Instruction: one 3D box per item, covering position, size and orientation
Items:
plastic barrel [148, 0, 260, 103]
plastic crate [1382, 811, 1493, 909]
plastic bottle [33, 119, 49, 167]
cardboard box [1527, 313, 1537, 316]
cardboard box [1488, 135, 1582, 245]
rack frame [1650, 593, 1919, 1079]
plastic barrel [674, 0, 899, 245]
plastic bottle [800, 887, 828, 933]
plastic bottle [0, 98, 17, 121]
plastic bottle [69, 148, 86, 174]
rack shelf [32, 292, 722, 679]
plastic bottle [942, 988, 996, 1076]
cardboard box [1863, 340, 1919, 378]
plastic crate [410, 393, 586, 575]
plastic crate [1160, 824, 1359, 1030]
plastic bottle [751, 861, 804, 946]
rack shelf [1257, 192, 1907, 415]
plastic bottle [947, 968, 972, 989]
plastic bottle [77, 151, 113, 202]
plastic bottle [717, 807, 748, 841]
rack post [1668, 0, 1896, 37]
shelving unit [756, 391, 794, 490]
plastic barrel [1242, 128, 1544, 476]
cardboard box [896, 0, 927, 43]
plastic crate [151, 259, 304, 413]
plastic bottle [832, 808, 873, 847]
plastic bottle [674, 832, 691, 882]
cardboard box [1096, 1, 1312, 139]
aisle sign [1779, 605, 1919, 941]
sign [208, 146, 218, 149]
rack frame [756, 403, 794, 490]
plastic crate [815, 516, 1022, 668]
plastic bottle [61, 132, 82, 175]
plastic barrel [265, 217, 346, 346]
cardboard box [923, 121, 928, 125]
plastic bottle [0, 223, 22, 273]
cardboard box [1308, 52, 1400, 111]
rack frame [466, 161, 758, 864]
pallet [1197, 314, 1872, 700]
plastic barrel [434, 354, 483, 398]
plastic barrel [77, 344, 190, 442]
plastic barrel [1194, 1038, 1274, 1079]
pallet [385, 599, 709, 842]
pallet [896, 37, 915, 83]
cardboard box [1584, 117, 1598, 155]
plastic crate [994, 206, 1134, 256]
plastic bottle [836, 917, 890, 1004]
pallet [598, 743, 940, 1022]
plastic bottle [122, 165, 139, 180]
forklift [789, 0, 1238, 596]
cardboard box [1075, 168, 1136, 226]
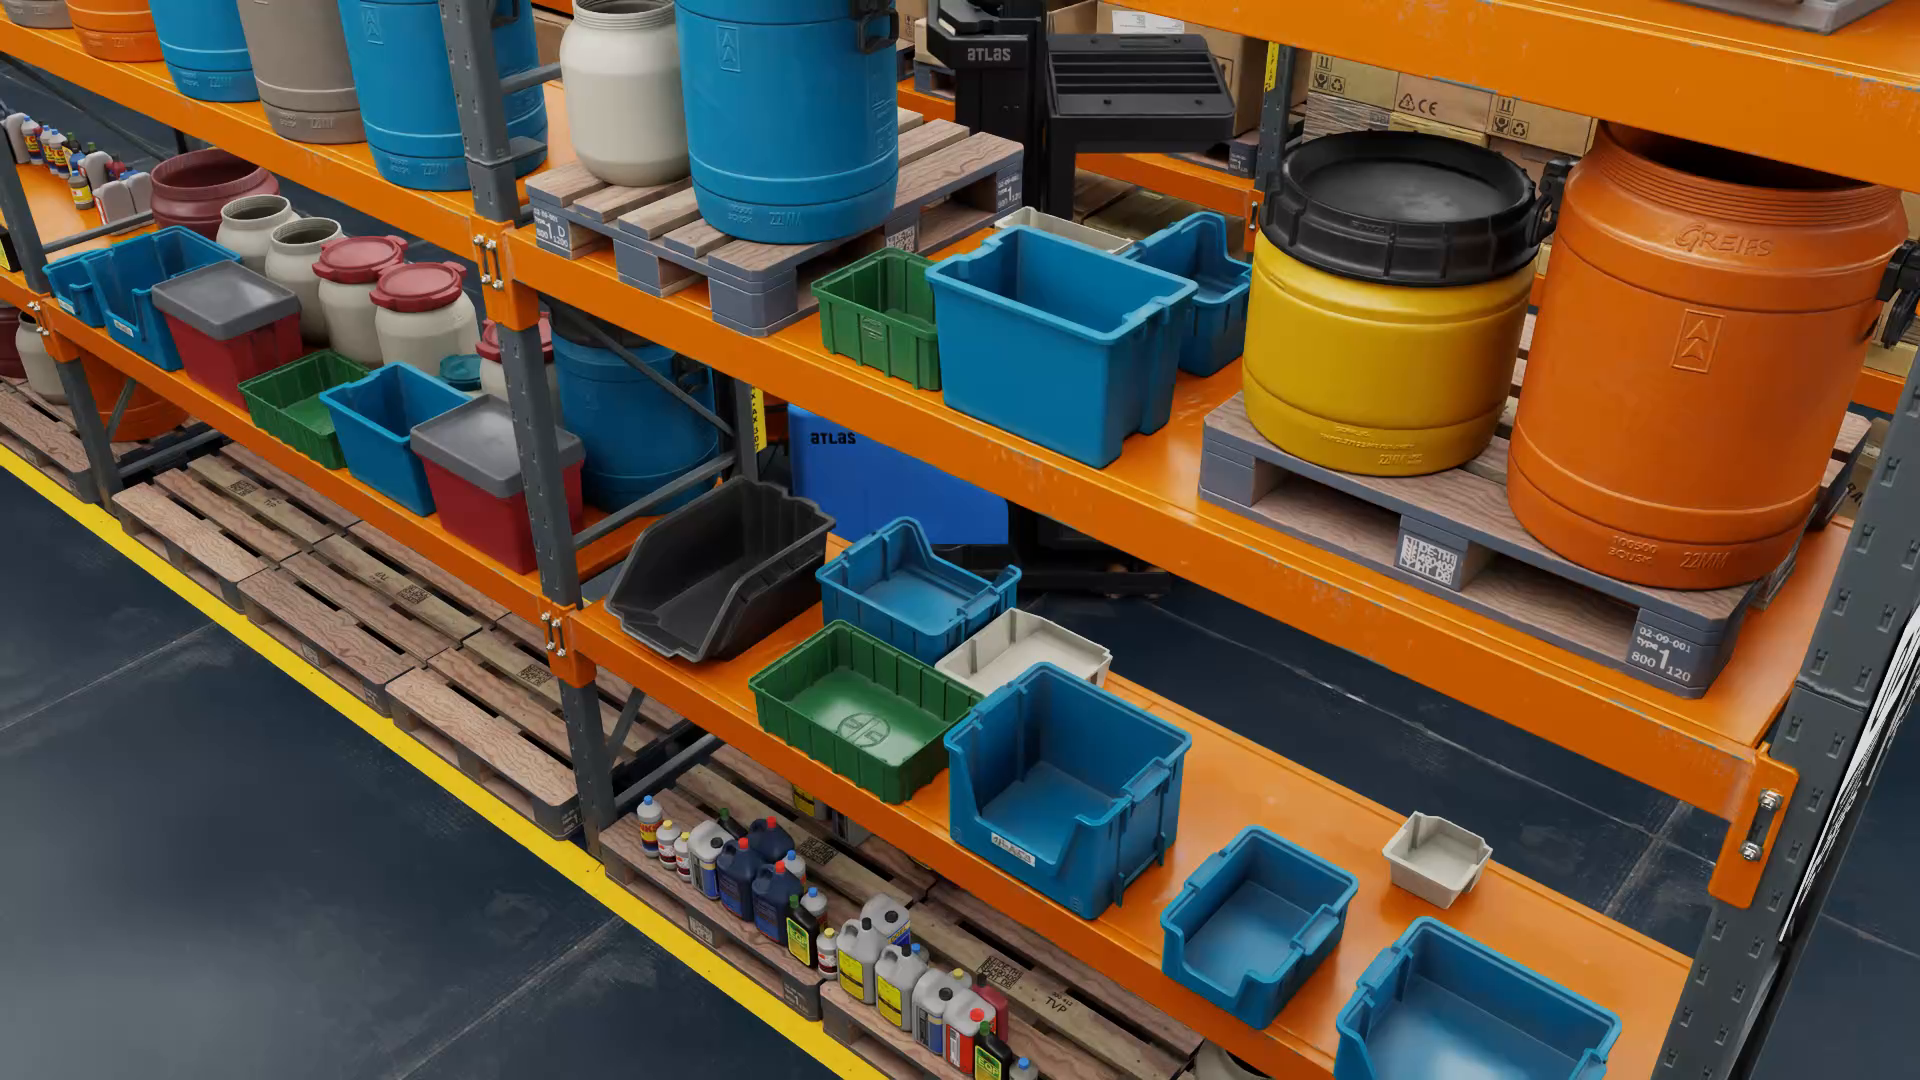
[{"bbox_3d":[-2.706,-2.146,6.133,0.708,0.901,0.600,25,42,32],"label":"plastic barrel"},{"bbox_3d":[1.421,0.954,4.944,0.250,0.136,0.298,25,42,32],"label":"plastic crate"},{"bbox_3d":[-5.230,-2.276,9.518,0.133,0.283,0.061,25,42,32],"label":"plastic bottle"},{"bbox_3d":[3.252,-0.880,9.219,0.500,0.500,0.500,21,40,28],"label":"cardboard box"},{"bbox_3d":[3.115,-1.935,8.566,0.500,0.500,0.875,25,42,32],"label":"cardboard box"},{"bbox_3d":[1.903,1.309,4.194,0.127,3.000,1.000,25,42,32],"label":"rack frame"},{"bbox_3d":[-0.475,-1.349,4.601,0.708,0.901,0.600,25,42,32],"label":"plastic barrel"},{"bbox_3d":[-0.534,1.382,6.109,0.097,0.271,0.097,0,34,0],"label":"plastic bottle"},{"bbox_3d":[-5.557,-2.427,9.678,0.185,0.351,0.144,25,42,32],"label":"plastic bottle"},{"bbox_3d":[-4.837,-2.028,9.167,0.097,0.271,0.097,0,34,0],"label":"plastic bottle"},{"bbox_3d":[-2.708,-0.567,7.562,4.000,0.370,1.077,25,42,32],"label":"rack shelf"},{"bbox_3d":[0.035,1.673,5.682,0.135,0.276,0.152,26,42,32],"label":"plastic bottle"},{"bbox_3d":[4.304,-0.914,7.654,0.250,0.149,0.380,25,42,32],"label":"cardboard box"},{"bbox_3d":[-1.739,-0.208,6.347,0.583,0.464,0.402,25,42,32],"label":"plastic crate"},{"bbox_3d":[0.831,1.082,4.656,0.408,0.251,0.499,25,42,32],"label":"plastic crate"},{"bbox_3d":[-0.671,1.312,6.141,0.185,0.351,0.144,23,41,30],"label":"plastic bottle"},{"bbox_3d":[3.535,-1.273,8.590,4.000,0.370,1.077,25,42,32],"label":"rack shelf"},{"bbox_3d":[-0.006,1.592,5.865,0.097,0.201,0.097,0,34,0],"label":"plastic bottle"},{"bbox_3d":[-4.726,-2.002,9.125,0.135,0.276,0.152,25,42,32],"label":"plastic bottle"},{"bbox_3d":[-0.873,1.164,6.417,0.133,0.283,0.061,25,42,32],"label":"plastic bottle"},{"bbox_3d":[1.403,-1.287,3.116,0.937,0.300,0.954,-29,44,-35],"label":"rack post"},{"bbox_3d":[-1.038,-0.831,8.901,0.258,1.200,0.503,-8,35,-11],"label":"shelving unit"},{"bbox_3d":[0.946,-0.536,3.693,0.600,0.588,0.600,0,34,0],"label":"plastic barrel"},{"bbox_3d":[-0.143,-3.621,10.913,0.700,0.500,0.500,-27,43,-33],"label":"cardboard box"},{"bbox_3d":[-3.199,-0.896,7.349,0.583,0.464,0.402,25,42,32],"label":"plastic crate"},{"bbox_3d":[-0.420,1.053,6.585,0.135,0.276,0.152,25,42,32],"label":"plastic bottle"},{"bbox_3d":[-1.050,1.212,6.418,0.097,0.201,0.097,0,34,0],"label":"plastic bottle"},{"bbox_3d":[1.477,-3.064,9.660,1.000,1.000,1.000,26,42,32],"label":"cardboard box"},{"bbox_3d":[1.768,0.393,3.232,0.004,0.787,0.394,25,42,32],"label":"aisle sign"},{"bbox_3d":[-3.899,-1.898,8.719,0.005,0.325,0.100,25,42,32],"label":"sign"},{"bbox_3d":[-0.982,-0.697,8.705,0.240,1.200,0.015,-8,35,-11],"label":"rack frame"},{"bbox_3d":[-0.147,0.204,5.934,0.616,0.251,0.499,25,42,32],"label":"plastic crate"},{"bbox_3d":[-4.978,-2.157,9.345,0.133,0.283,0.061,25,42,32],"label":"plastic bottle"},{"bbox_3d":[-2.994,-1.202,7.752,0.421,0.512,0.421,0,34,0],"label":"plastic barrel"},{"bbox_3d":[-0.128,-2.786,11.314,0.500,0.250,0.500,-28,44,-35],"label":"cardboard box"},{"bbox_3d":[-4.829,-1.501,8.389,0.133,0.283,0.061,25,42,32],"label":"plastic bottle"},{"bbox_3d":[2.181,-2.597,8.647,0.500,0.500,0.500,25,42,32],"label":"cardboard box"},{"bbox_3d":[-1.171,-0.140,6.304,0.127,3.000,1.000,25,42,32],"label":"rack frame"},{"bbox_3d":[1.330,-0.192,3.896,1.213,0.211,1.003,25,42,32],"label":"pallet"},{"bbox_3d":[-2.090,-0.629,7.138,0.301,0.262,0.301,0,34,0],"label":"plastic barrel"},{"bbox_3d":[-4.632,-1.037,9.156,0.708,0.830,0.600,25,42,32],"label":"plastic barrel"},{"bbox_3d":[0.963,1.775,5.342,0.421,0.512,0.421,0,34,0],"label":"plastic barrel"},{"bbox_3d":[-1.799,0.742,7.483,1.213,0.211,1.003,25,42,32],"label":"pallet"},{"bbox_3d":[-0.460,-3.452,11.297,1.003,0.211,1.213,25,42,32],"label":"pallet"},{"bbox_3d":[3.342,-2.059,7.864,0.500,0.500,0.500,25,42,32],"label":"cardboard box"},{"bbox_3d":[0.321,-0.862,4.939,0.396,0.136,0.243,25,42,32],"label":"plastic crate"},{"bbox_3d":[-0.344,1.466,5.917,0.185,0.351,0.144,25,42,31],"label":"plastic bottle"},{"bbox_3d":[-0.682,1.271,6.712,1.213,0.211,1.003,25,42,32],"label":"pallet"},{"bbox_3d":[-4.442,-1.887,8.961,0.097,0.271,0.097,0,34,0],"label":"plastic bottle"},{"bbox_3d":[0.686,-1.228,7.949,3.031,2.935,1.130,-1,34,-1],"label":"forklift"},{"bbox_3d":[0.755,-2.061,10.920,0.500,0.500,0.700,21,40,28],"label":"cardboard box"}]
